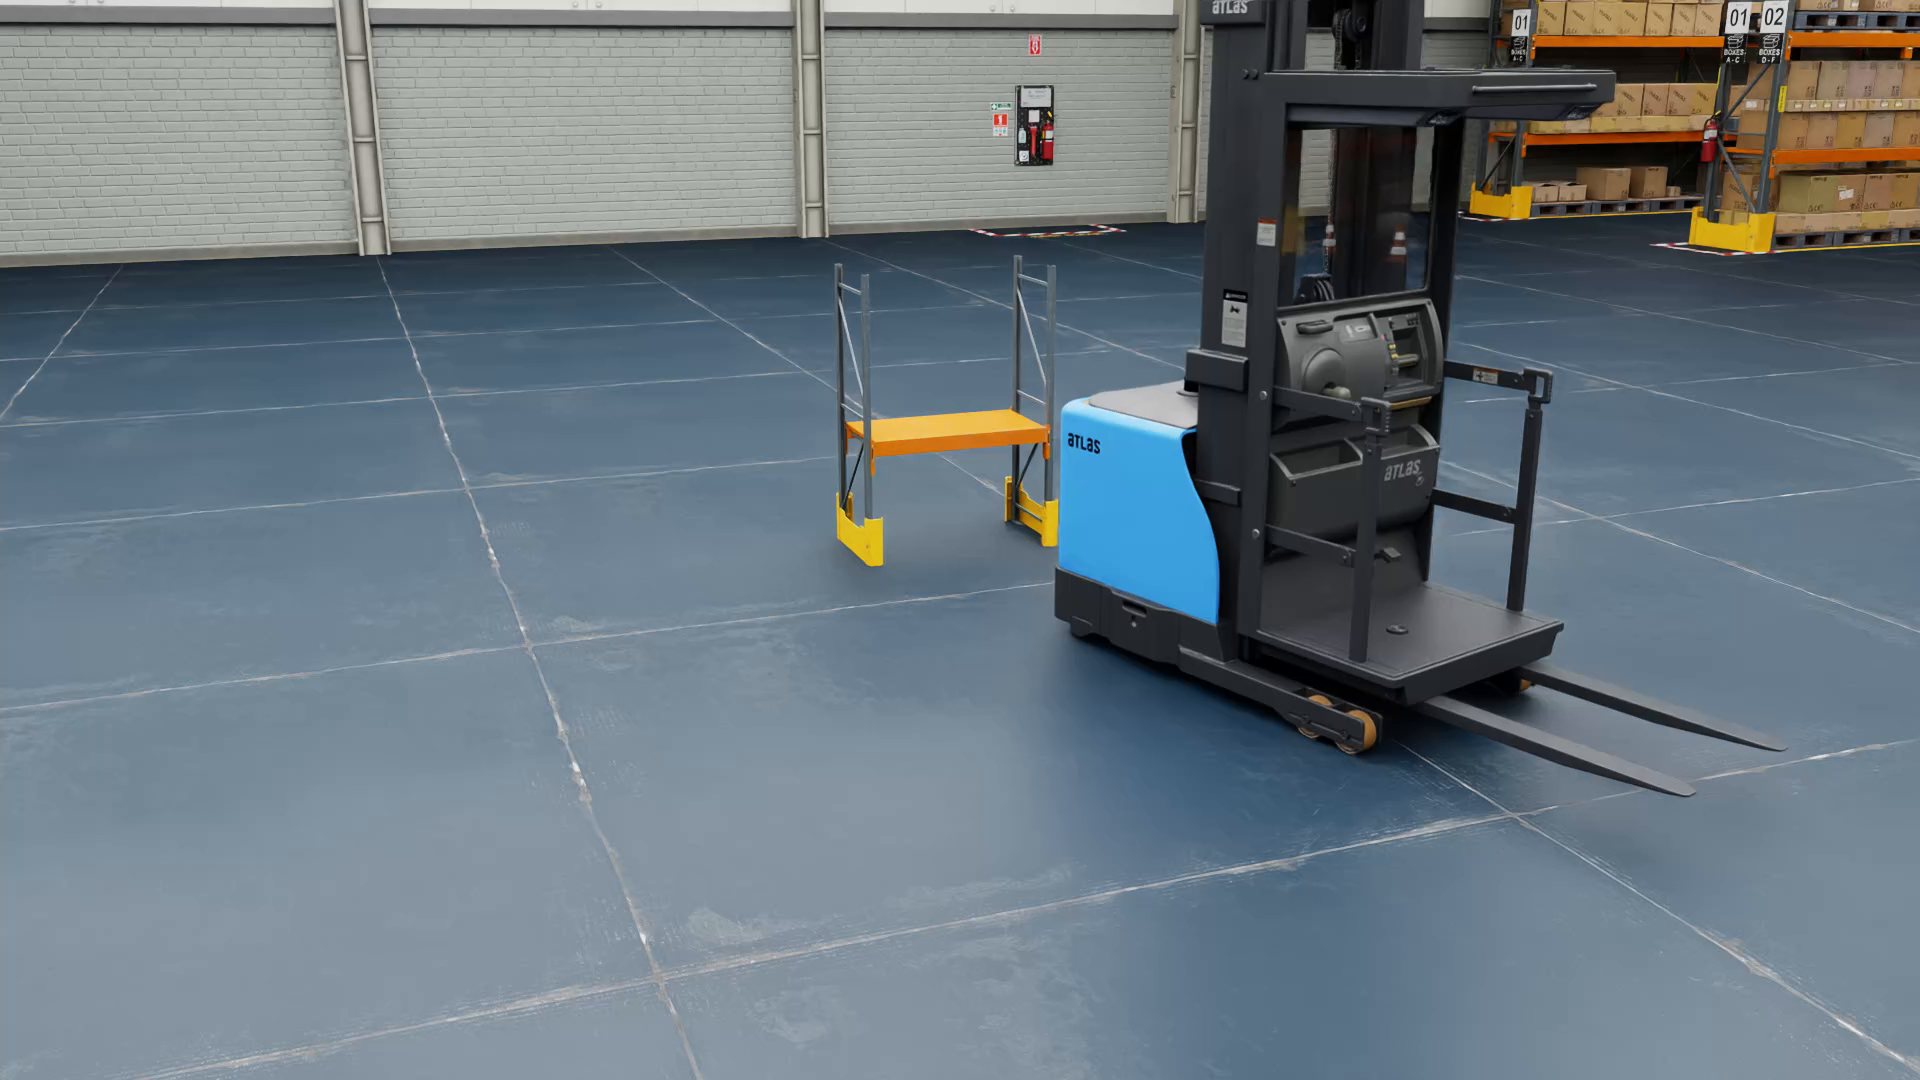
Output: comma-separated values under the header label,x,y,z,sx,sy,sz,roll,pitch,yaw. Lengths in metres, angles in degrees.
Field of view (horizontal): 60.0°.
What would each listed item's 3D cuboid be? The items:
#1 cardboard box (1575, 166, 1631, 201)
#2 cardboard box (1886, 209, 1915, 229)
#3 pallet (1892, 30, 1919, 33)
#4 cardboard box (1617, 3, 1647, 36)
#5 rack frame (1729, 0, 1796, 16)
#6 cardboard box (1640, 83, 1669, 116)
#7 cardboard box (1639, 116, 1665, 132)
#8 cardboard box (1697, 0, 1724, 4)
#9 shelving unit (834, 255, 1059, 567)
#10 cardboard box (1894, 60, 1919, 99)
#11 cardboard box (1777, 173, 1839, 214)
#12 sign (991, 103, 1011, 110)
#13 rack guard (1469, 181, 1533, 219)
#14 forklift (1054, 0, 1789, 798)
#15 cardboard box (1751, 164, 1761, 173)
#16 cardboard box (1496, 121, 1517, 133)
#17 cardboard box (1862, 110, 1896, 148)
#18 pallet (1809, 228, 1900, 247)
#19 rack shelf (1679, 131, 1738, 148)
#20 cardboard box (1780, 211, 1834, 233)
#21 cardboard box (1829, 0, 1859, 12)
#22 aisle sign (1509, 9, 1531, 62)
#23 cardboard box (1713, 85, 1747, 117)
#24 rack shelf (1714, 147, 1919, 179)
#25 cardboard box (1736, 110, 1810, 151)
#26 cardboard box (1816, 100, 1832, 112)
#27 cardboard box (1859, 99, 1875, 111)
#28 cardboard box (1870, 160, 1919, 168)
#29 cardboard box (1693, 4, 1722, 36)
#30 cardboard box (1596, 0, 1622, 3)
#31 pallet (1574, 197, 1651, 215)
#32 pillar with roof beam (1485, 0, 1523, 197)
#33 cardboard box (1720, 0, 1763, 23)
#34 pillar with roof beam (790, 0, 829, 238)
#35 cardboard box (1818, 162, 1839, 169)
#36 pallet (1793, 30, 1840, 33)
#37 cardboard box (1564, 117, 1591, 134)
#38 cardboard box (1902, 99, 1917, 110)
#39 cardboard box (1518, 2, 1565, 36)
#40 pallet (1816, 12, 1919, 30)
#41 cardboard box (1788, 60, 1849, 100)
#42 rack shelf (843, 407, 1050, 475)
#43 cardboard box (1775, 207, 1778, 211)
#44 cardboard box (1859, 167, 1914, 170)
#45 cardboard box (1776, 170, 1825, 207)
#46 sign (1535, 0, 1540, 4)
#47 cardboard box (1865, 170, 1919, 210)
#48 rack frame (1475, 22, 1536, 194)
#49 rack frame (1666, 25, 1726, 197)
label,x,y,z,sx,sy,sz,roll,pitch,yaw
cardboard box,10.648,-5.914,27.569,0.500,0.500,0.700,-7,18,-24
cardboard box,12.959,-4.514,23.281,0.500,0.250,0.500,-6,17,-20
pallet,16.787,-8.972,29.338,1.003,0.211,1.213,-5,17,-18
cardboard box,10.627,-8.360,26.707,0.500,0.500,0.500,-5,17,-17
rack frame,10.511,-8.313,21.436,0.127,3.000,1.000,-6,17,-20
cardboard box,11.201,-7.210,27.226,0.500,0.500,0.500,-7,18,-22
cardboard box,11.204,-6.848,27.326,0.500,0.250,0.500,-6,17,-20
cardboard box,12.099,-8.996,27.097,0.500,0.500,0.500,-8,18,-25
shelving unit,-0.071,-0.712,8.861,1.083,1.500,0.587,-6,17,-20
cardboard box,12.895,-6.361,22.954,0.500,0.500,0.700,-6,17,-20
cardboard box,11.557,-4.723,22.663,0.500,0.500,0.500,-6,17,-20
sign,0.609,-6.433,24.676,0.331,0.109,0.001,-6,17,-20
rack guard,8.806,-5.546,27.097,0.348,0.500,1.175,-6,17,-20
forklift,1.728,-0.748,6.444,1.130,2.935,3.031,-12,20,-36
cardboard box,13.616,-6.297,28.872,0.500,0.500,0.700,-7,18,-21
cardboard box,9.102,-6.774,27.071,0.500,0.250,0.500,-6,17,-19
cardboard box,12.396,-5.683,22.950,0.500,0.500,0.700,-6,17,-18
pallet,12.347,-4.307,23.390,1.213,0.211,1.003,-6,17,-20
rack shelf,14.338,-6.998,28.880,4.000,0.370,1.077,-6,17,-20
cardboard box,11.557,-4.364,22.770,0.500,0.250,0.500,-6,17,-20
cardboard box,11.673,-7.094,22.062,0.250,0.149,0.380,-6,17,-20
aisle sign,8.775,-7.899,26.059,0.004,0.787,0.394,-6,17,-20
cardboard box,12.957,-7.442,28.160,0.500,0.500,0.700,-6,17,-20
rack shelf,12.378,-5.291,23.070,4.000,0.370,1.077,-6,17,-20
cardboard box,10.951,-5.526,22.416,0.500,0.500,0.700,-6,17,-20
cardboard box,11.433,-5.829,22.296,0.250,0.149,0.380,-6,17,-20
cardboard box,12.156,-5.907,22.562,0.250,0.149,0.380,-6,18,-21
cardboard box,16.939,-6.754,29.844,0.750,0.750,0.750,-6,18,-21
cardboard box,12.085,-8.522,27.257,0.500,0.500,0.500,-6,17,-19
cardboard box,10.143,-8.781,26.366,0.500,0.500,0.500,-6,17,-19
pallet,10.714,-5.602,27.800,1.213,0.211,1.003,-6,17,-20
pillar with roof beam,10.619,-8.782,23.032,0.400,9.000,9.100,-6,17,-20
cardboard box,13.009,-8.864,27.712,0.500,0.500,0.500,-4,17,-12
pillar with roof beam,-0.586,-7.572,18.912,0.400,9.000,9.100,-6,17,-20
cardboard box,15.029,-6.448,29.389,0.500,0.500,0.700,-6,17,-20
pallet,14.052,-8.630,28.171,1.003,0.211,1.213,-6,17,-20
cardboard box,9.784,-6.697,26.811,0.500,0.250,0.500,-7,18,-22
cardboard box,12.883,-5.986,22.830,0.250,0.149,0.380,-6,17,-18
cardboard box,9.137,-8.202,26.170,0.500,0.500,0.500,-6,17,-19
pallet,12.321,-7.020,22.514,1.213,0.211,1.003,-6,17,-20
cardboard box,11.490,-6.209,22.437,0.500,0.500,0.700,-7,18,-22
rack shelf,-0.080,-0.538,8.908,1.000,0.185,0.538,-6,17,-20
cardboard box,11.369,-4.502,23.241,0.500,0.250,0.500,-6,17,-20
cardboard box,13.237,-5.063,23.820,0.500,0.500,0.500,-6,17,-20
cardboard box,11.834,-4.914,23.312,0.500,0.500,0.500,-6,17,-20
sign,8.929,-8.454,25.687,0.005,0.325,0.100,-6,17,-20
cardboard box,12.955,-4.877,23.186,0.500,0.500,0.500,-6,17,-20
rack frame,8.735,-6.738,26.719,0.127,3.000,1.000,-6,17,-20
rack frame,12.470,-7.141,28.092,0.127,3.000,1.000,-6,17,-20
